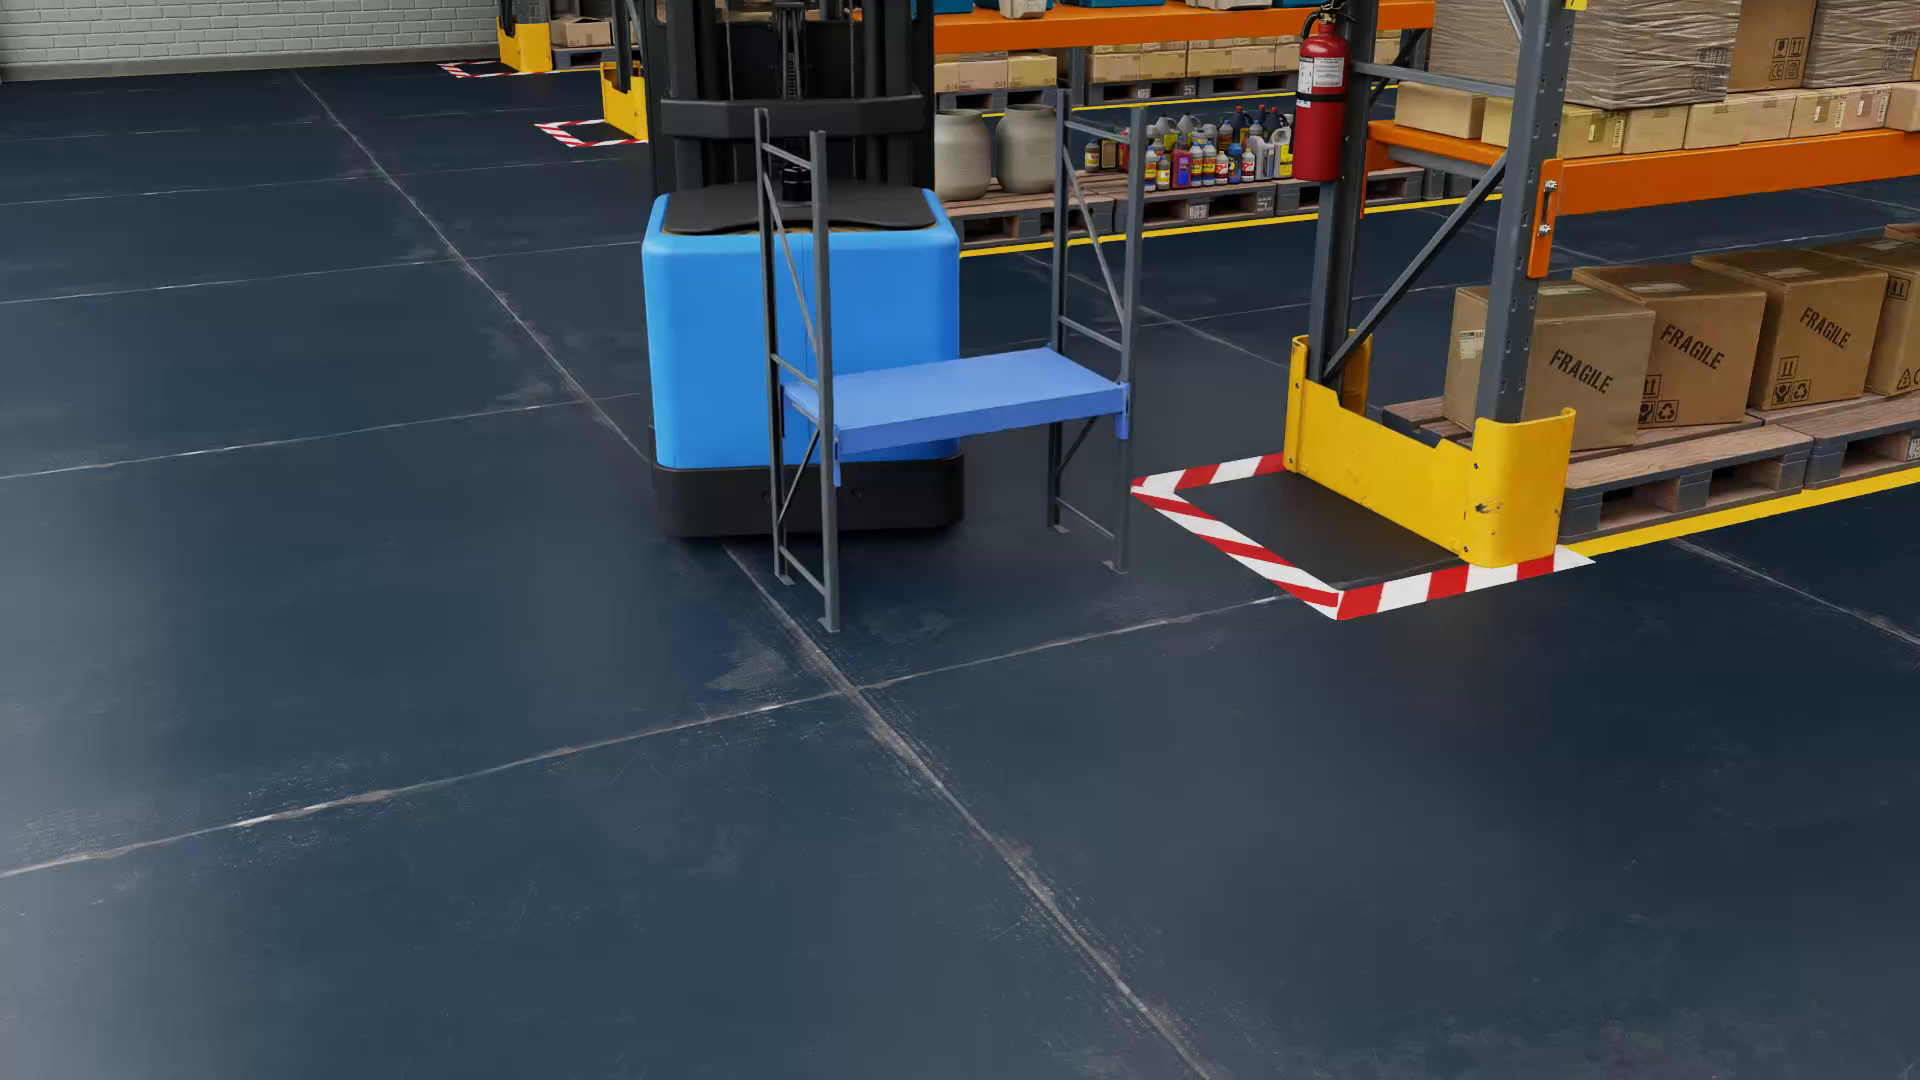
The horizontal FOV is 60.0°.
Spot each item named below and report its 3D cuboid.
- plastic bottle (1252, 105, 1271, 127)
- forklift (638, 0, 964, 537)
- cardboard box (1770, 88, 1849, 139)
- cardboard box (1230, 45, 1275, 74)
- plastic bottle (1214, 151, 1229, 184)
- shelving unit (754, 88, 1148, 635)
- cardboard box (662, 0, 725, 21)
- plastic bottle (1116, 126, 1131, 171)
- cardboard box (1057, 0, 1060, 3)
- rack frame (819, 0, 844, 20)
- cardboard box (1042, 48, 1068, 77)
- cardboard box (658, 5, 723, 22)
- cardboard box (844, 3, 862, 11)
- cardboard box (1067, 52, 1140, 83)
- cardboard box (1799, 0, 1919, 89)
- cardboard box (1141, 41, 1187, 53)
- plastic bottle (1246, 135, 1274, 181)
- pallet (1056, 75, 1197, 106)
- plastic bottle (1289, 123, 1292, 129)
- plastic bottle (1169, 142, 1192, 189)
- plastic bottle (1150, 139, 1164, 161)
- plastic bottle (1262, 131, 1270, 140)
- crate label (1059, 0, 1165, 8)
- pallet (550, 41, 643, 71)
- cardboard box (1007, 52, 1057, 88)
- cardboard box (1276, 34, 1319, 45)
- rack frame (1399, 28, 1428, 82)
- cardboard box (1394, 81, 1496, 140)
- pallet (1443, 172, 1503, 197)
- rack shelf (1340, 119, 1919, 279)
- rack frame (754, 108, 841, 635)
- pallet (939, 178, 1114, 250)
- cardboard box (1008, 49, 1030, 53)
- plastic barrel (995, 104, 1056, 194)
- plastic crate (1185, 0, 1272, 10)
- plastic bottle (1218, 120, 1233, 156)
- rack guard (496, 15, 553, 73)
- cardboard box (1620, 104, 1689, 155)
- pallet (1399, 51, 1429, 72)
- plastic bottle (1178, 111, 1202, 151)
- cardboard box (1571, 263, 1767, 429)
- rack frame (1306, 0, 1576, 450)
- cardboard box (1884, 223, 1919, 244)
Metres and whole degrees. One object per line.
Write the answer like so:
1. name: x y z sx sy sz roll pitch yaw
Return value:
1. plastic bottle: 2.119 -2.860 11.626 0.185 0.351 0.144 -10 24 -22
2. forklift: -0.670 -1.890 6.483 1.130 2.935 3.031 -3 23 -6
3. cardboard box: 2.840 -1.509 5.802 0.250 0.149 0.380 -10 25 -24
4. cardboard box: 2.738 -4.740 16.324 0.500 0.250 0.500 -10 24 -23
5. plastic bottle: 1.679 -2.402 10.714 0.097 0.201 0.097 0 22 0
6. shelving unit: -0.028 -0.578 5.183 1.048 1.500 0.538 -10 25 -24
7. cardboard box: -3.016 -5.953 18.903 0.500 0.500 0.700 -12 25 -27
8. plastic bottle: 1.126 -2.641 11.194 0.135 0.276 0.152 -10 25 -23
9. cardboard box: 1.193 -6.815 20.985 0.500 0.500 0.700 -10 25 -24
10. rack frame: -0.578 -3.208 9.578 0.127 3.000 1.000 -10 25 -24
11. cardboard box: 1.129 -4.672 16.160 0.500 0.250 0.500 -11 25 -24
12. cardboard box: -2.369 -4.377 14.468 0.500 0.500 0.500 -10 25 -24
13. cardboard box: -0.791 -4.446 14.634 0.500 0.500 0.500 -10 25 -24
14. cardboard box: 1.352 -4.484 15.708 0.500 0.250 0.500 -11 25 -25
15. cardboard box: 2.945 -1.959 6.041 0.500 0.500 0.875 -10 25 -24
16. cardboard box: 1.815 -4.826 15.799 0.500 0.311 0.500 -11 25 -24
17. plastic bottle: 1.959 -2.499 10.852 0.135 0.276 0.152 -10 24 -23
18. pallet: 1.528 -4.427 16.168 1.213 0.211 1.003 -10 25 -24
19. plastic bottle: 2.316 -2.818 11.613 0.133 0.283 0.061 -10 25 -24
20. plastic bottle: 1.403 -2.381 10.556 0.133 0.283 0.061 -10 25 -23
21. plastic bottle: 1.322 -2.590 11.168 0.097 0.201 0.097 0 22 0
22. plastic bottle: 2.039 -2.559 10.987 0.133 0.283 0.061 -10 25 -24
23. crate label: 0.963 -3.623 10.534 0.616 0.435 0.502 -10 25 -24
24. pallet: -4.059 -5.469 18.686 1.213 0.211 1.003 -10 25 -24
25. cardboard box: 0.558 -4.351 15.384 0.500 0.250 0.500 -10 25 -24
26. cardboard box: 3.199 -5.083 16.419 0.500 0.311 0.500 -11 25 -24
27. rack frame: 4.485 -6.243 16.910 0.127 3.000 1.000 -10 25 -24
28. cardboard box: 1.737 -1.504 5.789 0.250 0.149 0.380 -10 25 -24
29. pallet: 3.717 -2.727 12.062 1.213 0.211 1.003 -10 25 -24
30. rack shelf: 3.372 -1.501 6.394 4.000 0.370 1.077 -10 25 -24
31. rack frame: -0.485 -0.493 4.978 0.032 1.500 0.500 -10 25 -24
32. pallet: 0.204 -2.081 10.502 1.213 0.211 1.003 -10 25 -24
33. cardboard box: 0.328 -4.880 15.684 0.500 0.500 0.500 -10 25 -24
34. plastic barrel: 0.433 -2.471 10.502 0.421 0.512 0.421 0 22 0
35. plastic crate: 1.673 -3.393 10.370 0.437 0.136 0.530 -10 25 -24
36. plastic bottle: 1.832 -2.755 11.475 0.097 0.271 0.097 0 22 0
37. rack guard: -4.806 -5.480 18.335 0.348 0.500 1.175 -10 25 -24
38. cardboard box: 2.164 -1.385 5.503 0.250 0.149 0.380 -10 25 -24
39. pallet: 5.175 -5.065 17.711 1.213 0.211 1.003 -10 25 -24
40. plastic bottle: 1.566 -2.758 11.380 0.185 0.351 0.144 -11 25 -24
41. cardboard box: 2.664 -0.749 6.357 0.500 0.500 0.500 -4 23 -10
42. rack frame: 1.570 -1.501 5.455 0.127 3.000 1.000 -10 25 -24
43. cardboard box: 4.284 -1.054 7.093 0.500 0.500 0.500 -3 23 -7
